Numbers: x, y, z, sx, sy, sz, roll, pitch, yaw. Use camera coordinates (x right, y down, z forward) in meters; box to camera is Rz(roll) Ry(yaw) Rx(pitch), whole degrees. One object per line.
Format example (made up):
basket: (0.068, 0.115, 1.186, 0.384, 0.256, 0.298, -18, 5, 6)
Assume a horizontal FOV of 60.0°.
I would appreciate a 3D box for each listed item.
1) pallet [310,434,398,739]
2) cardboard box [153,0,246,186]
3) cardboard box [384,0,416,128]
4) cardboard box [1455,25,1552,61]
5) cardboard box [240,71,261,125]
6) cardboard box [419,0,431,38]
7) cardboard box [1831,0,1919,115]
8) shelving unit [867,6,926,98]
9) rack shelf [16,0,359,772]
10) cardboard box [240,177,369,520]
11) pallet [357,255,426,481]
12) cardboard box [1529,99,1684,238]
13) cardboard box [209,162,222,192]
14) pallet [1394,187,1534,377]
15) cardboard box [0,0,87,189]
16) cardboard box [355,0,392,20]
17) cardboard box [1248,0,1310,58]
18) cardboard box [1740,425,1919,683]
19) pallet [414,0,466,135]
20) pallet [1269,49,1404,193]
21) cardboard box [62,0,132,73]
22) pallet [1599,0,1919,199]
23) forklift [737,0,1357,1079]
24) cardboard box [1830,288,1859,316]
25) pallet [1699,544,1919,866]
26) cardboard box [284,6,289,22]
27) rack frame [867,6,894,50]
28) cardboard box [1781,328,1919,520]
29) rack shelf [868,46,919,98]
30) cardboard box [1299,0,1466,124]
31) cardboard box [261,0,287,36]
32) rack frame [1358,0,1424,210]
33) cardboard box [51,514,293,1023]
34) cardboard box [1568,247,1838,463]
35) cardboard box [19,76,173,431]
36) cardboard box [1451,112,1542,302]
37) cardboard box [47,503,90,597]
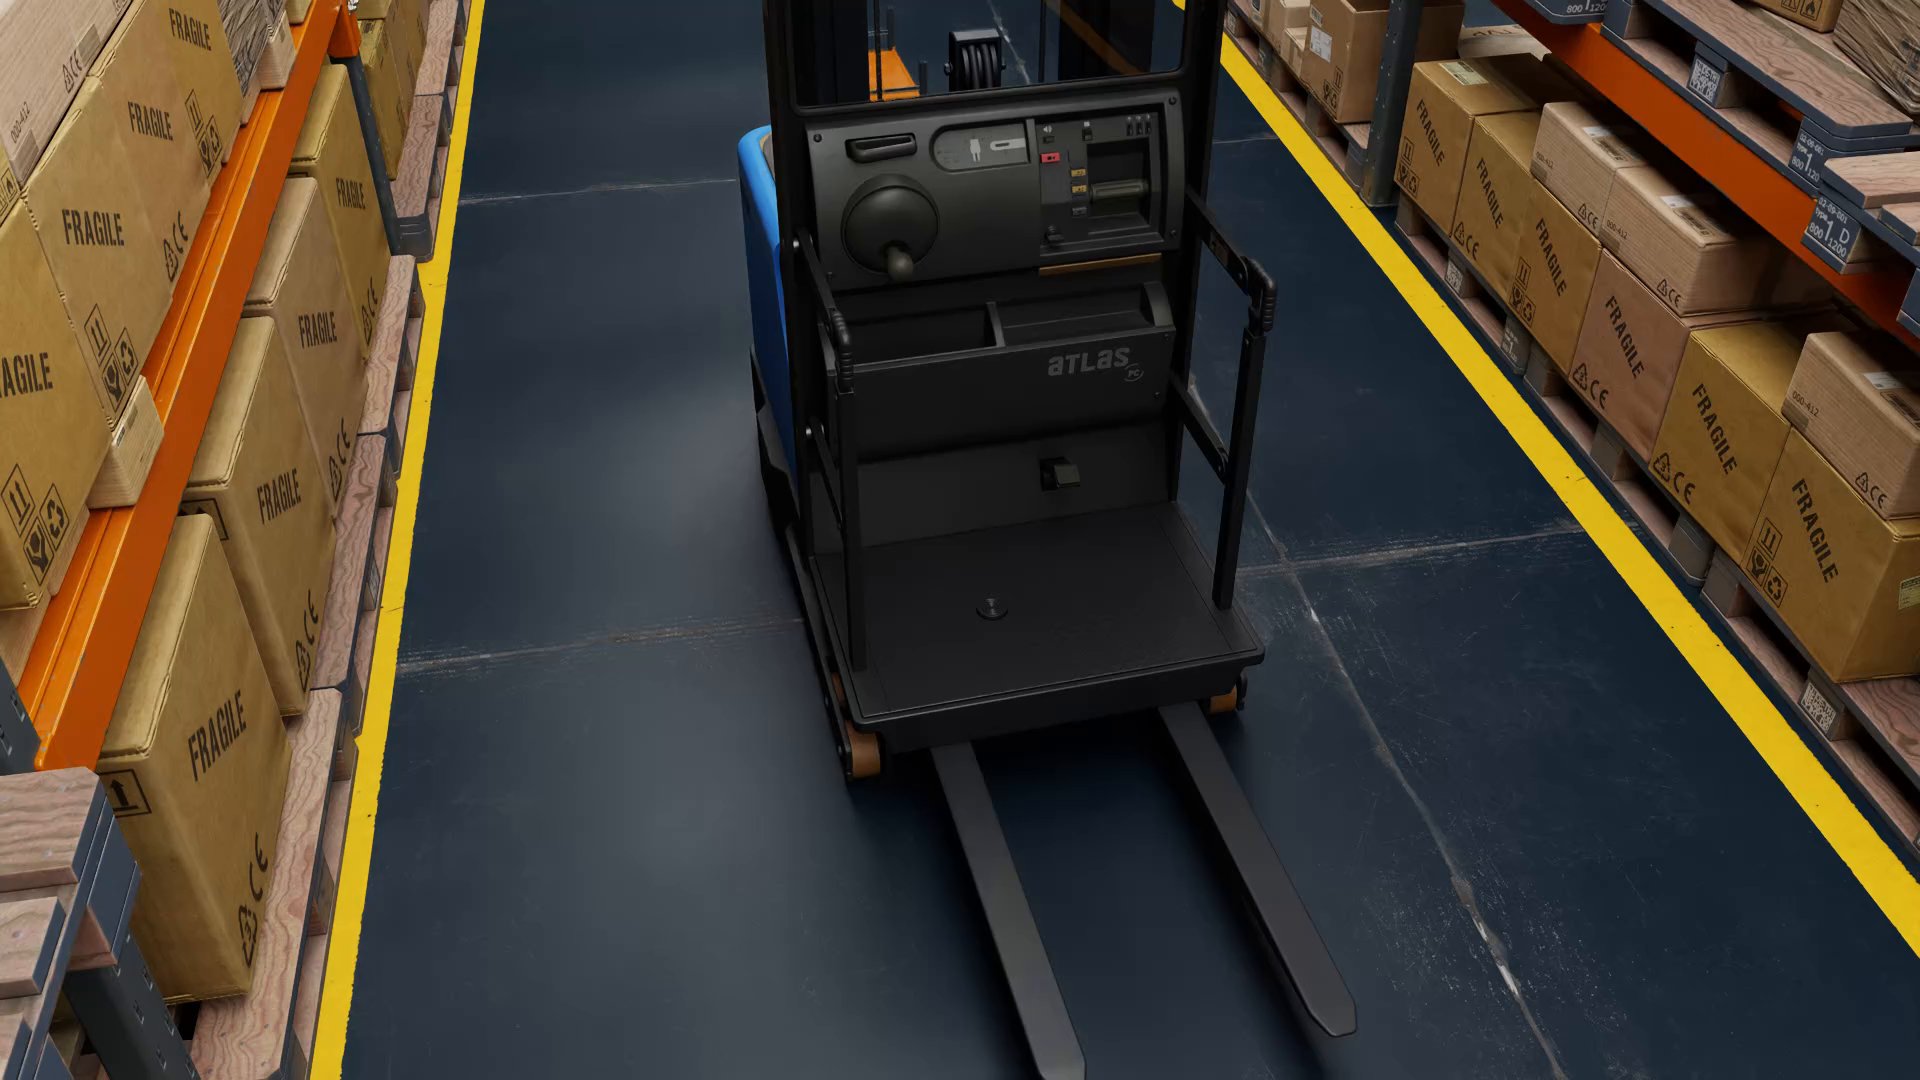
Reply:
pallet: (-2.233, 0.156, 4.877, 1.003, 0.211, 1.213, -6, 38, -8)
cardboard box: (-2.059, -1.142, 3.935, 0.500, 0.500, 0.500, -5, 38, -7)
cardboard box: (-2.775, -2.087, 7.186, 0.700, 0.500, 0.500, -7, 38, -8)
cardboard box: (2.356, -2.065, 7.296, 0.500, 0.311, 0.500, -6, 38, -8)
cardboard box: (-2.172, -1.257, 4.612, 0.380, 0.149, 0.250, -6, 38, -8)
cardboard box: (-2.963, -2.718, 7.999, 0.700, 0.500, 0.500, -7, 38, -9)
cardboard box: (2.724, -1.407, 4.192, 0.700, 0.500, 0.500, 0, 38, 1)
shelving unit: (-0.284, -1.161, 5.767, 0.258, 1.200, 0.503, -9, 39, -11)
rack shelf: (-2.309, -0.649, 4.227, 1.077, 0.370, 4.000, -6, 38, -8)
cardboard box: (-2.259, -0.543, 4.914, 0.750, 0.750, 0.750, -5, 38, -7)
pallet: (-2.450, -0.582, 5.828, 1.003, 0.211, 1.213, -6, 38, -8)
cardboard box: (2.237, -1.237, 5.465, 0.500, 0.250, 0.500, -6, 38, -8)
cardboard box: (-2.107, -0.943, 4.207, 0.380, 0.149, 0.250, -5, 38, -7)
pallet: (2.396, -1.088, 6.479, 1.003, 0.211, 1.213, -6, 38, -8)
cardboard box: (-1.879, -0.813, 2.900, 0.500, 0.250, 0.500, -7, 38, -9)
cardboard box: (-2.571, -2.266, 6.888, 0.380, 0.149, 0.250, -5, 38, -6)
cardboard box: (1.706, -2.555, 7.927, 0.500, 0.311, 0.500, -6, 38, -8)
cardboard box: (2.523, 0.013, 4.467, 0.500, 0.500, 0.500, -5, 38, -6)
pallet: (-2.933, -2.246, 7.970, 1.003, 0.211, 1.213, -6, 38, -8)
pallet: (2.097, -1.990, 7.640, 1.003, 0.211, 1.213, -6, 38, -8)
cardboard box: (-1.971, -1.115, 3.288, 0.500, 0.250, 0.500, -6, 38, -8)
pallet: (2.572, -1.359, 4.711, 1.003, 0.211, 1.213, -6, 38, -8)
forklift: (0.153, -0.786, 3.873, 1.130, 2.935, 3.031, -9, 39, -11)
cardboard box: (2.842, -0.687, 5.368, 0.500, 0.500, 0.500, -7, 38, -9)
pallet: (2.824, 0.386, 4.582, 1.003, 0.211, 1.213, -6, 38, -8)
cardboard box: (-2.253, -1.565, 5.008, 0.380, 0.149, 0.250, -5, 38, -7)
rack frame: (-0.343, -1.306, 5.953, 0.240, 1.200, 0.015, -9, 39, -11)
cardboard box: (2.509, -0.317, 4.280, 0.500, 0.250, 0.500, -5, 38, -6)
rack shelf: (-0.284, -1.471, 5.525, 0.258, 0.148, 0.480, -9, 39, -11)
cardboard box: (1.837, -2.177, 7.286, 0.500, 0.500, 0.500, -6, 38, -8)
cardboard box: (-2.232, -1.748, 4.714, 0.500, 0.500, 0.500, -6, 38, -8)
rack frame: (2.216, -2.677, 6.250, 1.000, 3.000, 0.127, -6, 38, -8)
cardboard box: (-1.958, 0.499, 3.572, 0.750, 0.750, 0.750, -7, 38, -9)
cardboard box: (2.334, -0.616, 5.276, 0.500, 0.500, 0.500, -8, 38, -10)
cardboard box: (-1.875, -0.529, 3.145, 0.500, 0.500, 0.500, -5, 38, -6)
cardboard box: (2.166, -1.224, 6.059, 0.500, 0.500, 0.500, -6, 38, -7)
cardboard box: (-1.824, -0.011, 3.008, 0.380, 0.149, 0.250, -6, 38, -7)
